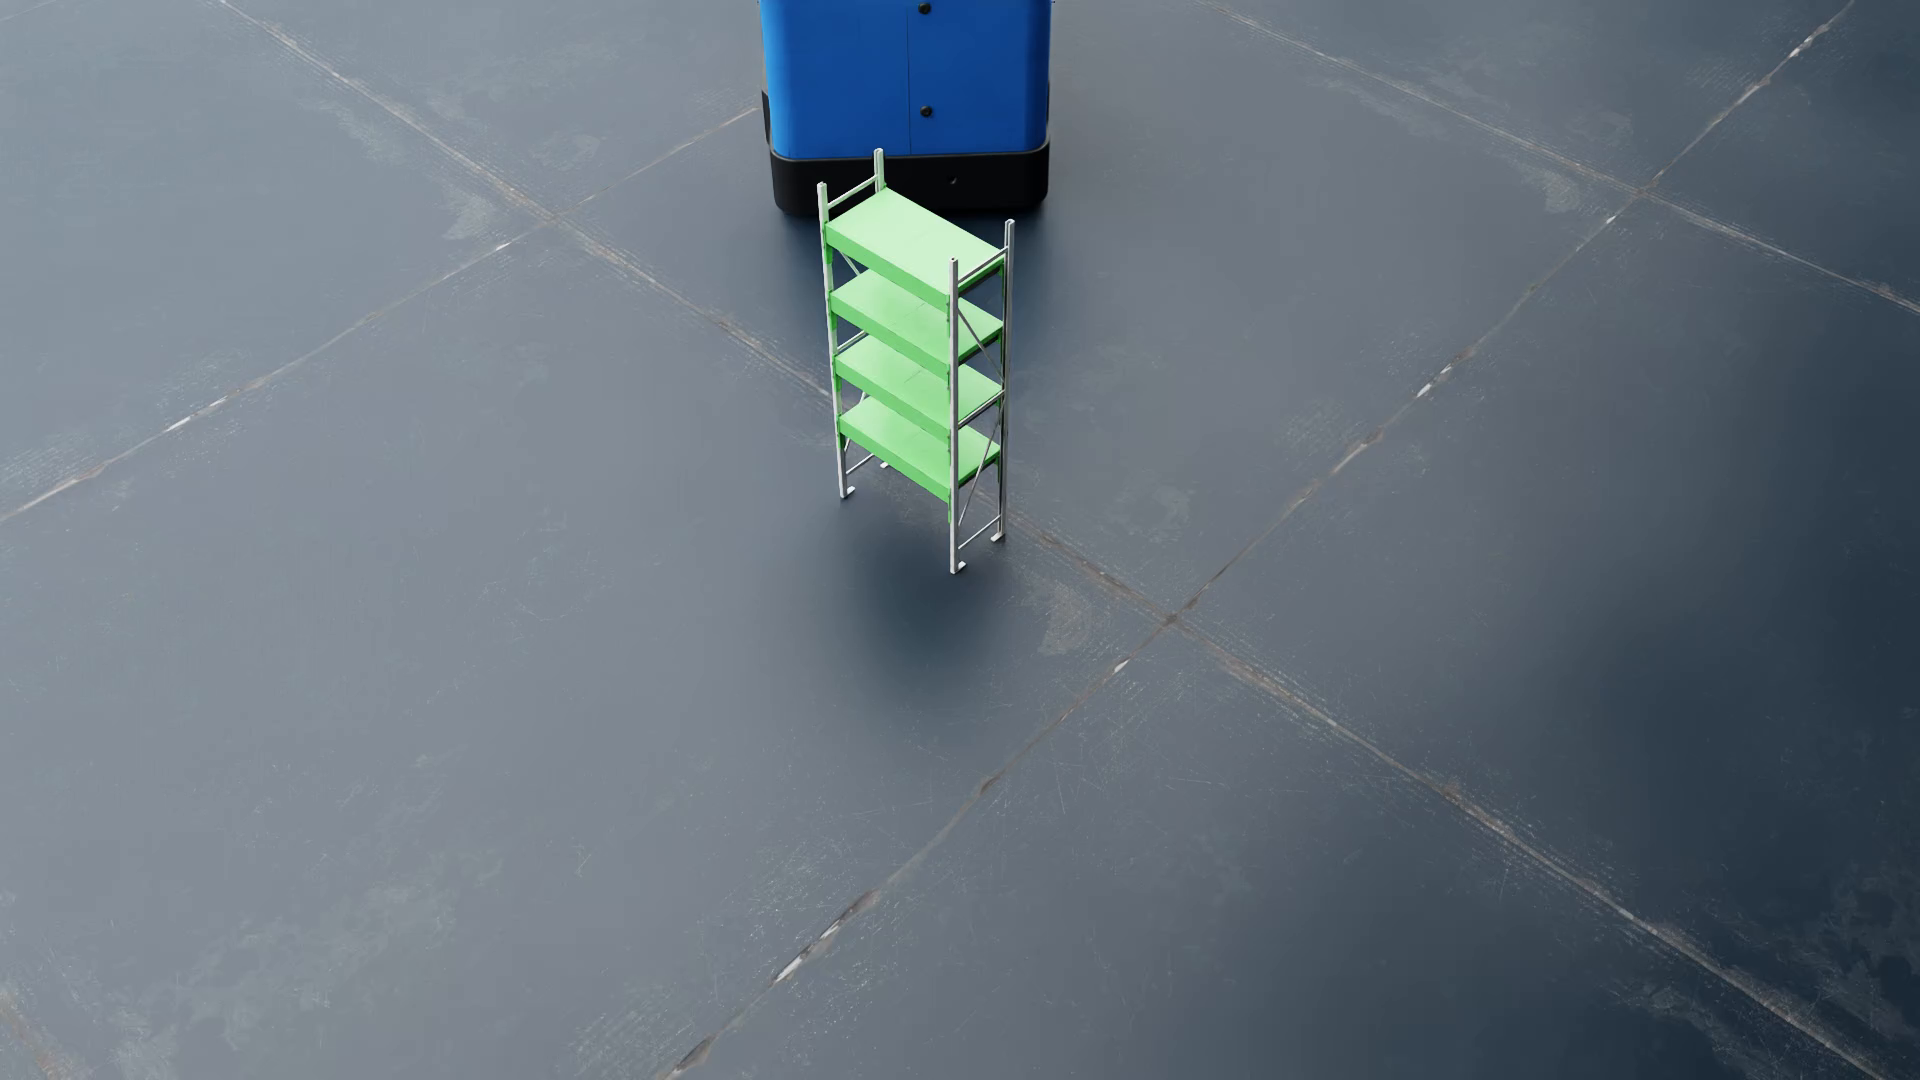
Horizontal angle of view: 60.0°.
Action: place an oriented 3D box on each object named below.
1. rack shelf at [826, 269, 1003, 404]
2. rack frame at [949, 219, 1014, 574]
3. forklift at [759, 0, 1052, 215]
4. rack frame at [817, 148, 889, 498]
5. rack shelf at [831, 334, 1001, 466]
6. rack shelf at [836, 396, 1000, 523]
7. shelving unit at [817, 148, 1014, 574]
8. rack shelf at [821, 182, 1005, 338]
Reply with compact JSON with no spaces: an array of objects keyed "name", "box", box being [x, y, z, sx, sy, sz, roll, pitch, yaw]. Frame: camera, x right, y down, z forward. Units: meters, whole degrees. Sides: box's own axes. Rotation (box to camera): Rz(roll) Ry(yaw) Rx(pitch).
[{"name":"rack shelf","box":[-0.122,-0.613,4.761,0.480,0.148,0.258,34,55,28]},{"name":"rack frame","box":[0.058,-0.372,4.776,0.015,1.200,0.240,34,55,28]},{"name":"forklift","box":[-0.271,-3.307,6.345,1.130,2.935,3.031,-3,47,-2]},{"name":"rack frame","box":[-0.301,-0.613,5.003,0.015,1.200,0.240,34,55,28]},{"name":"rack shelf","box":[-0.122,-0.449,4.936,0.480,0.148,0.258,34,55,28]},{"name":"rack shelf","box":[-0.122,-0.285,5.111,0.480,0.148,0.258,34,55,28]},{"name":"shelving unit","box":[-0.122,-0.493,4.889,0.503,1.200,0.258,34,55,28]},{"name":"rack shelf","box":[-0.122,-0.777,4.586,0.480,0.148,0.258,34,55,28]}]
